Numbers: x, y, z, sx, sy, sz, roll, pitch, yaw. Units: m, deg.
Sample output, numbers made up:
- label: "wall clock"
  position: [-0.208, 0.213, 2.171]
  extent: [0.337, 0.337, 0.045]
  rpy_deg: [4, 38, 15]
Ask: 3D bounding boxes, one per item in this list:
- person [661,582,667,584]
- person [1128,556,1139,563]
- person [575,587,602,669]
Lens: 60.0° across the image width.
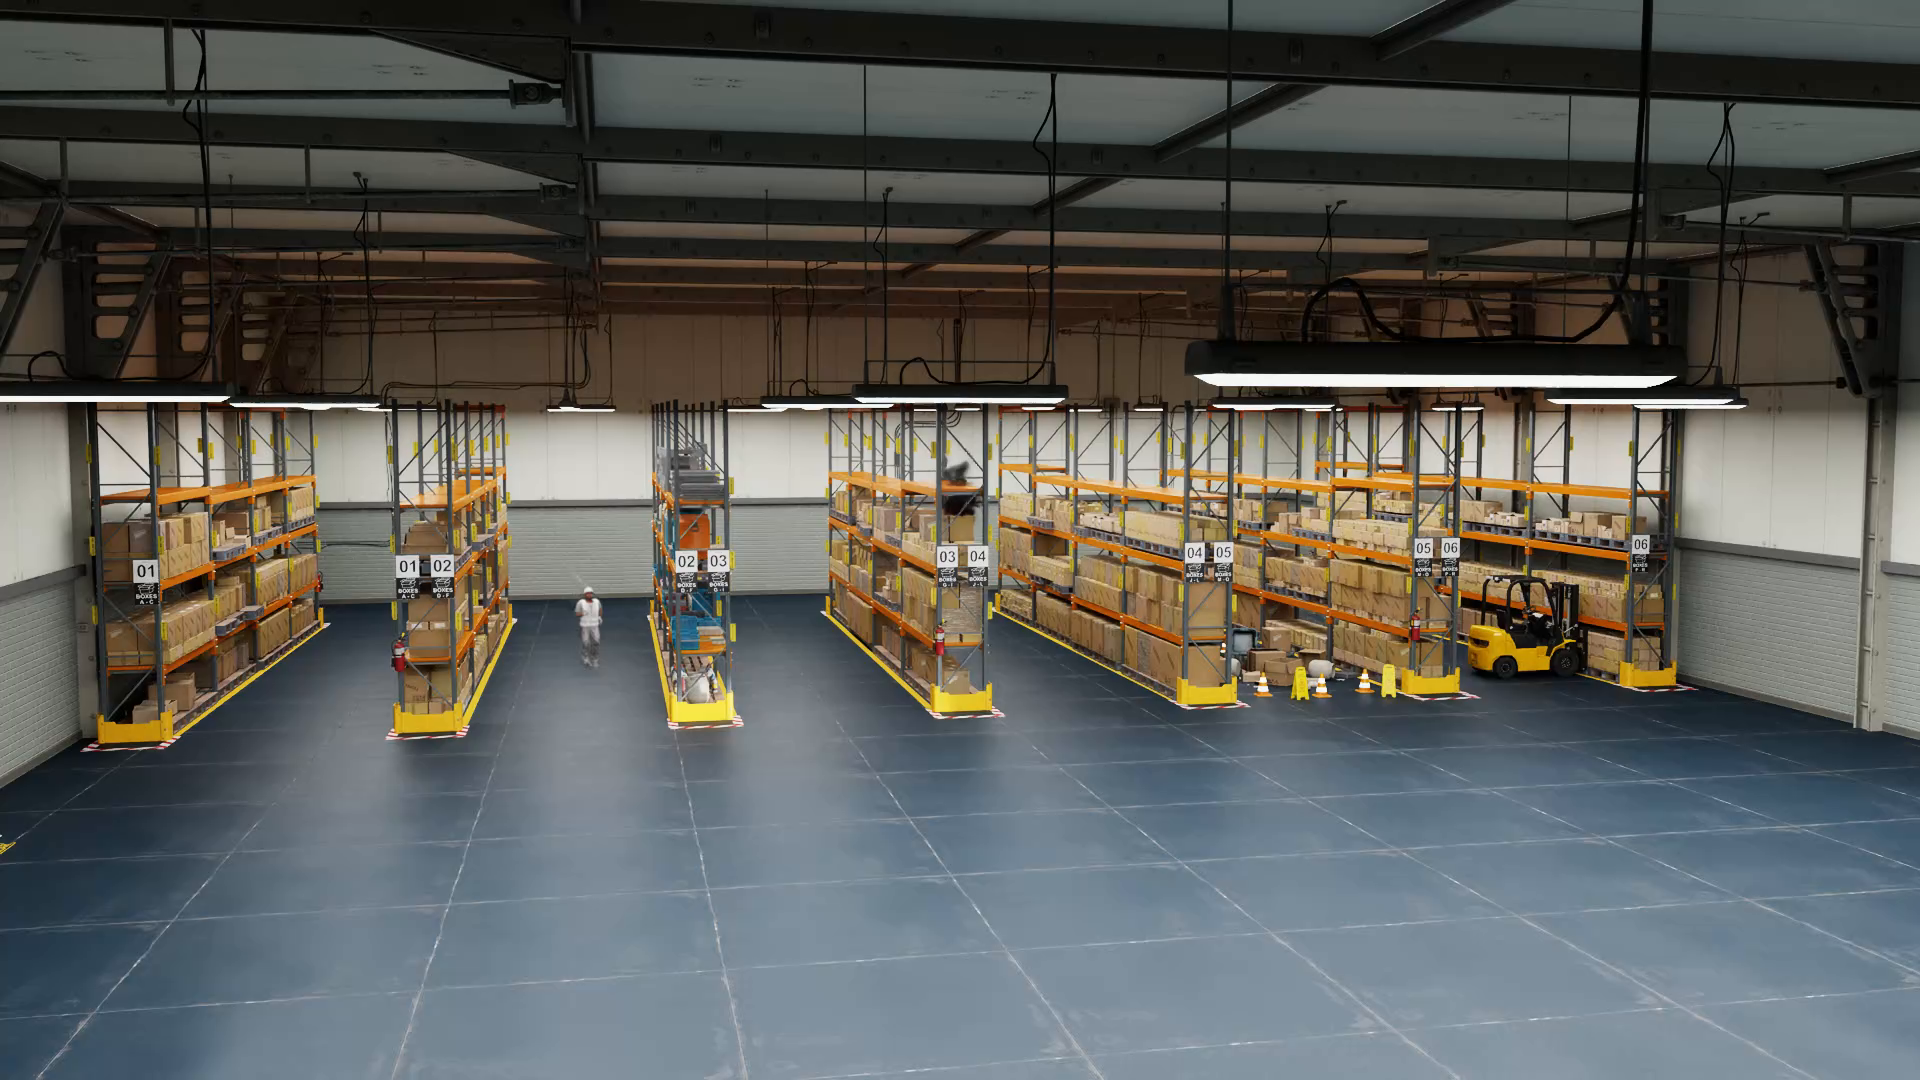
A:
- label: "person"
  position: [0.741, 1.516, 44.322]
  extent: [17.372, 1.702, 0.920]
  rpy_deg: [-1, 5, -19]
- label: "person"
  position: [5.215, 1.072, 50.878]
  extent: [0.679, 1.707, 0.581]
  rpy_deg: [-1, 4, -9]
- label: "person"
  position: [-8.390, 1.992, 37.690]
  extent: [0.657, 1.841, 0.725]
  rpy_deg: [-2, 5, -23]
